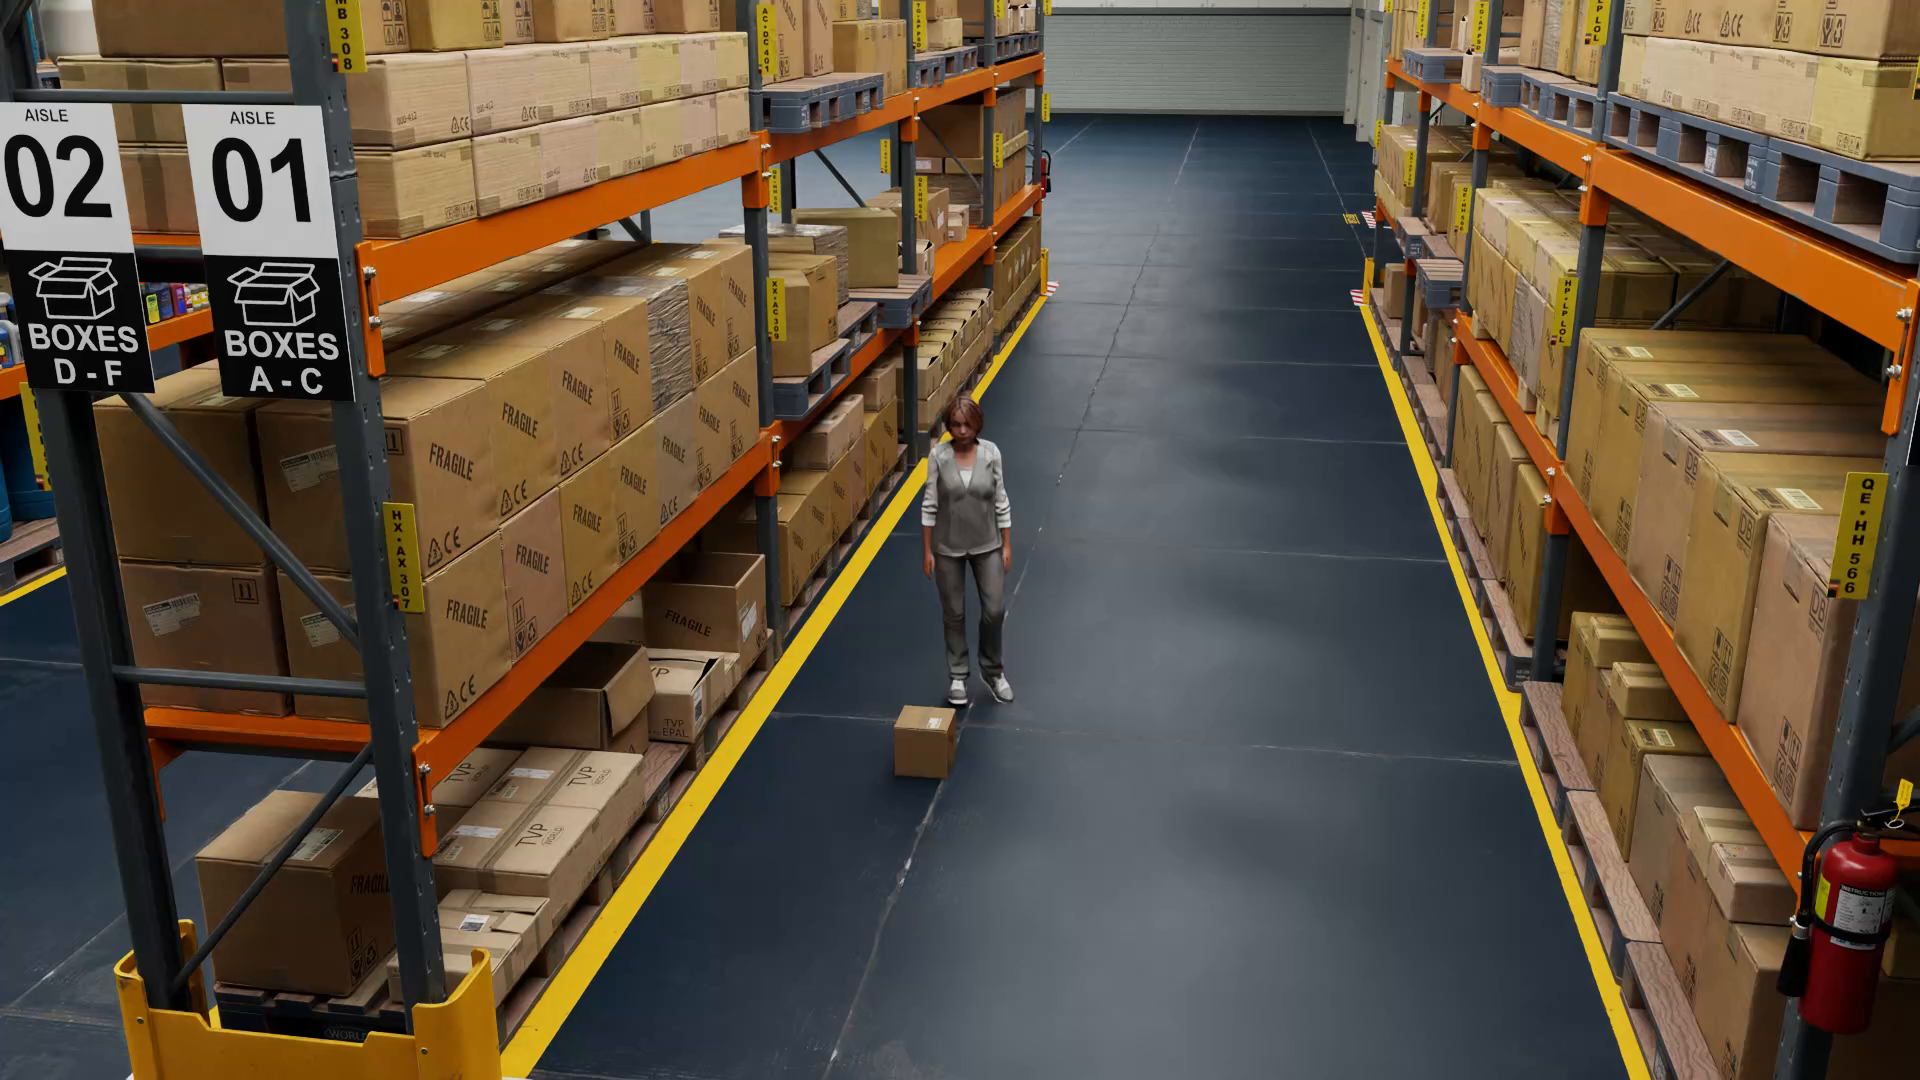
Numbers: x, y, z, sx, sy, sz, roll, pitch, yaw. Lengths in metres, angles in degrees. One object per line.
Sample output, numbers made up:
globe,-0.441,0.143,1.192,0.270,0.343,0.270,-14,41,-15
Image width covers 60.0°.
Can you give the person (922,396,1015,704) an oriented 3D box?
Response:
person,0.045,0.065,8.368,0.474,1.626,0.322,-1,18,-2
